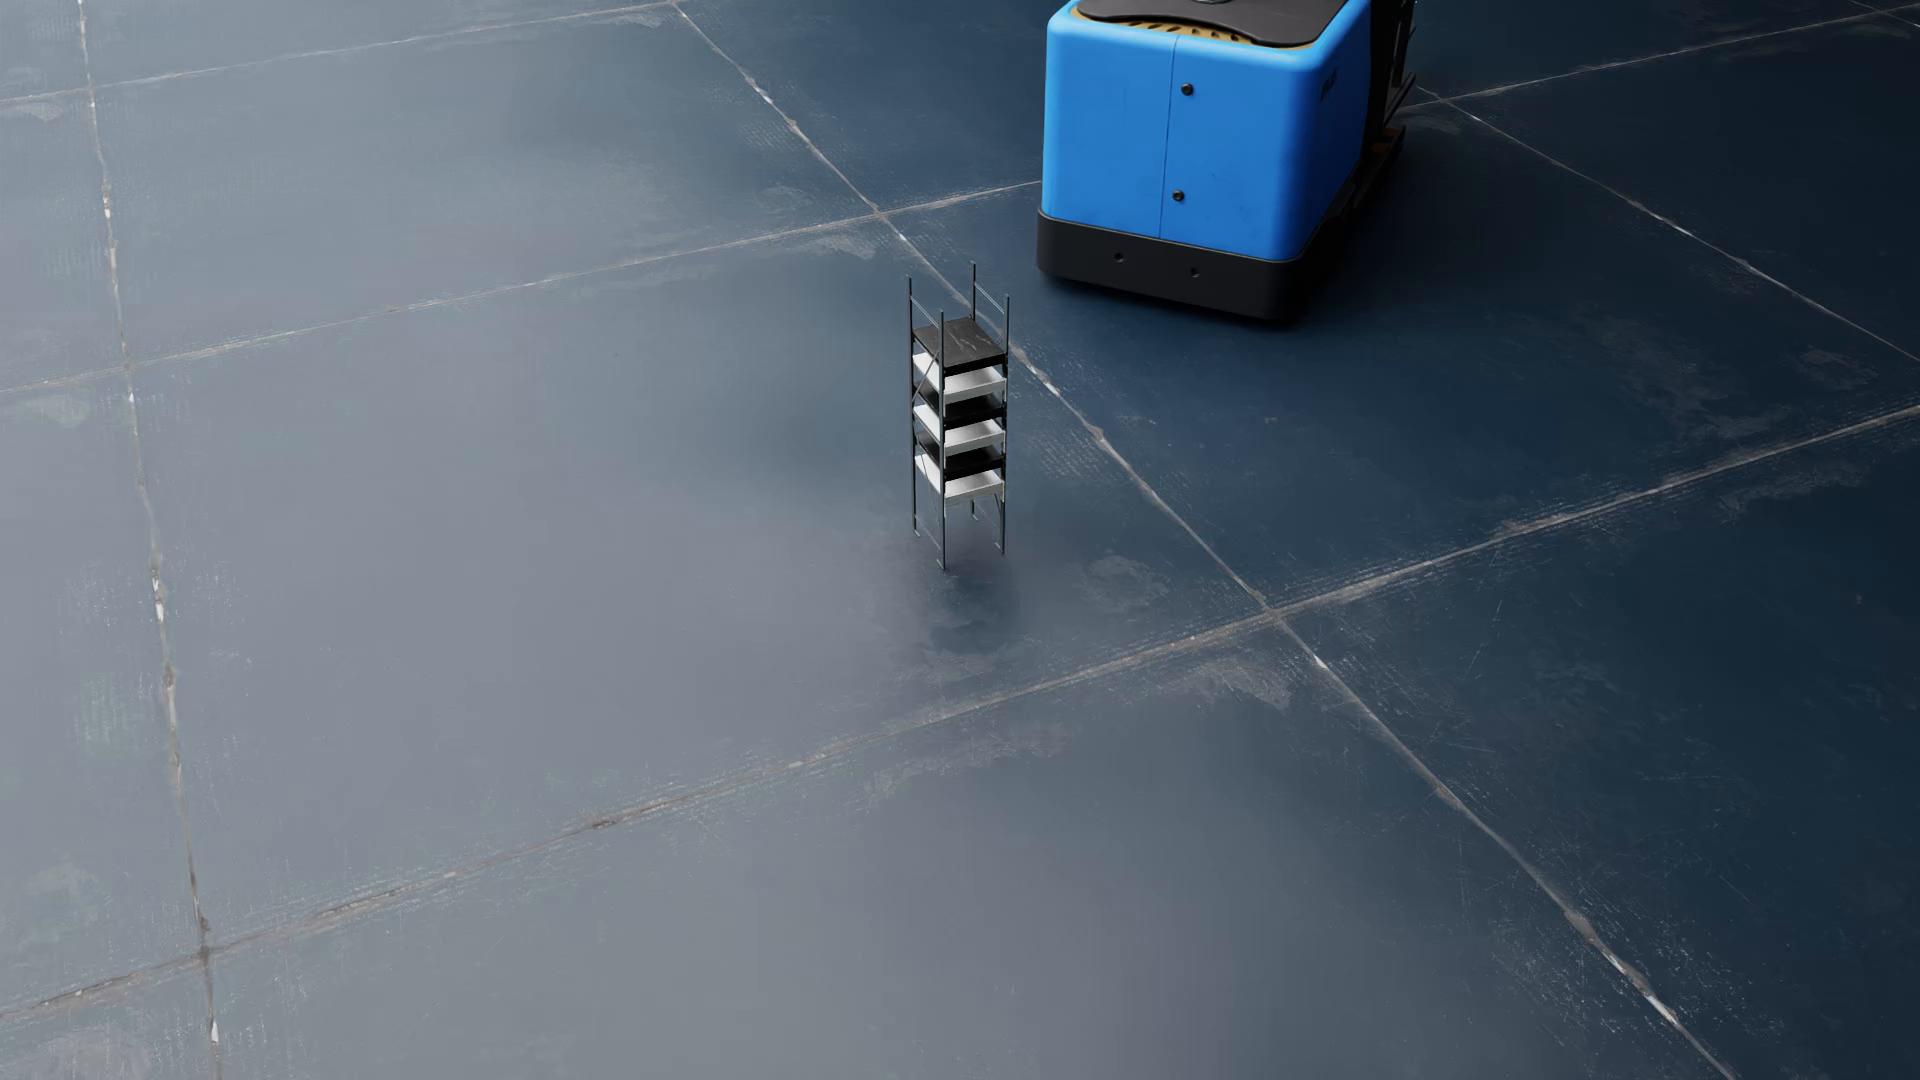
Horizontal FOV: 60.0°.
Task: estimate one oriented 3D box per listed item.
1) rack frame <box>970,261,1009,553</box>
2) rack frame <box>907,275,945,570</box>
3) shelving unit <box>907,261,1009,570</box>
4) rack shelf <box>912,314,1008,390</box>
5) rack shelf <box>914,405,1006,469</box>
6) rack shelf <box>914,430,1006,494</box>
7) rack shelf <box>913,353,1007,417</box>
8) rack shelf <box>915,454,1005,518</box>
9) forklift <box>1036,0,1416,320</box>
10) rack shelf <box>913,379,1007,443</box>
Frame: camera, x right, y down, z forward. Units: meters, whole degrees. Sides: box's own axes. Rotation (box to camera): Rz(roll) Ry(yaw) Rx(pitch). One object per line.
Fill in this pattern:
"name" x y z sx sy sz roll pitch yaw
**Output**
"rack frame" 0.085 -0.385 5.014 0.006 0.900 0.240 -16 39 -20
"rack frame" -0.099 -0.334 4.944 0.006 0.900 0.240 -16 39 -20
"shelving unit" -0.007 -0.359 4.979 0.210 0.900 0.258 -16 39 -20
"rack shelf" -0.007 -0.549 4.838 0.200 0.077 0.258 -16 39 -20
"rack shelf" -0.007 -0.333 4.999 0.200 0.077 0.258 -16 39 -20
"rack shelf" -0.007 -0.260 5.053 0.200 0.077 0.258 -16 39 -20
"rack shelf" -0.007 -0.477 4.892 0.200 0.077 0.258 -16 39 -20
"rack shelf" -0.007 -0.188 5.106 0.200 0.077 0.258 -16 39 -20
"forklift" 1.370 -2.876 6.668 1.130 2.935 3.031 15 39 19
"rack shelf" -0.007 -0.405 4.945 0.200 0.077 0.258 -16 39 -20
